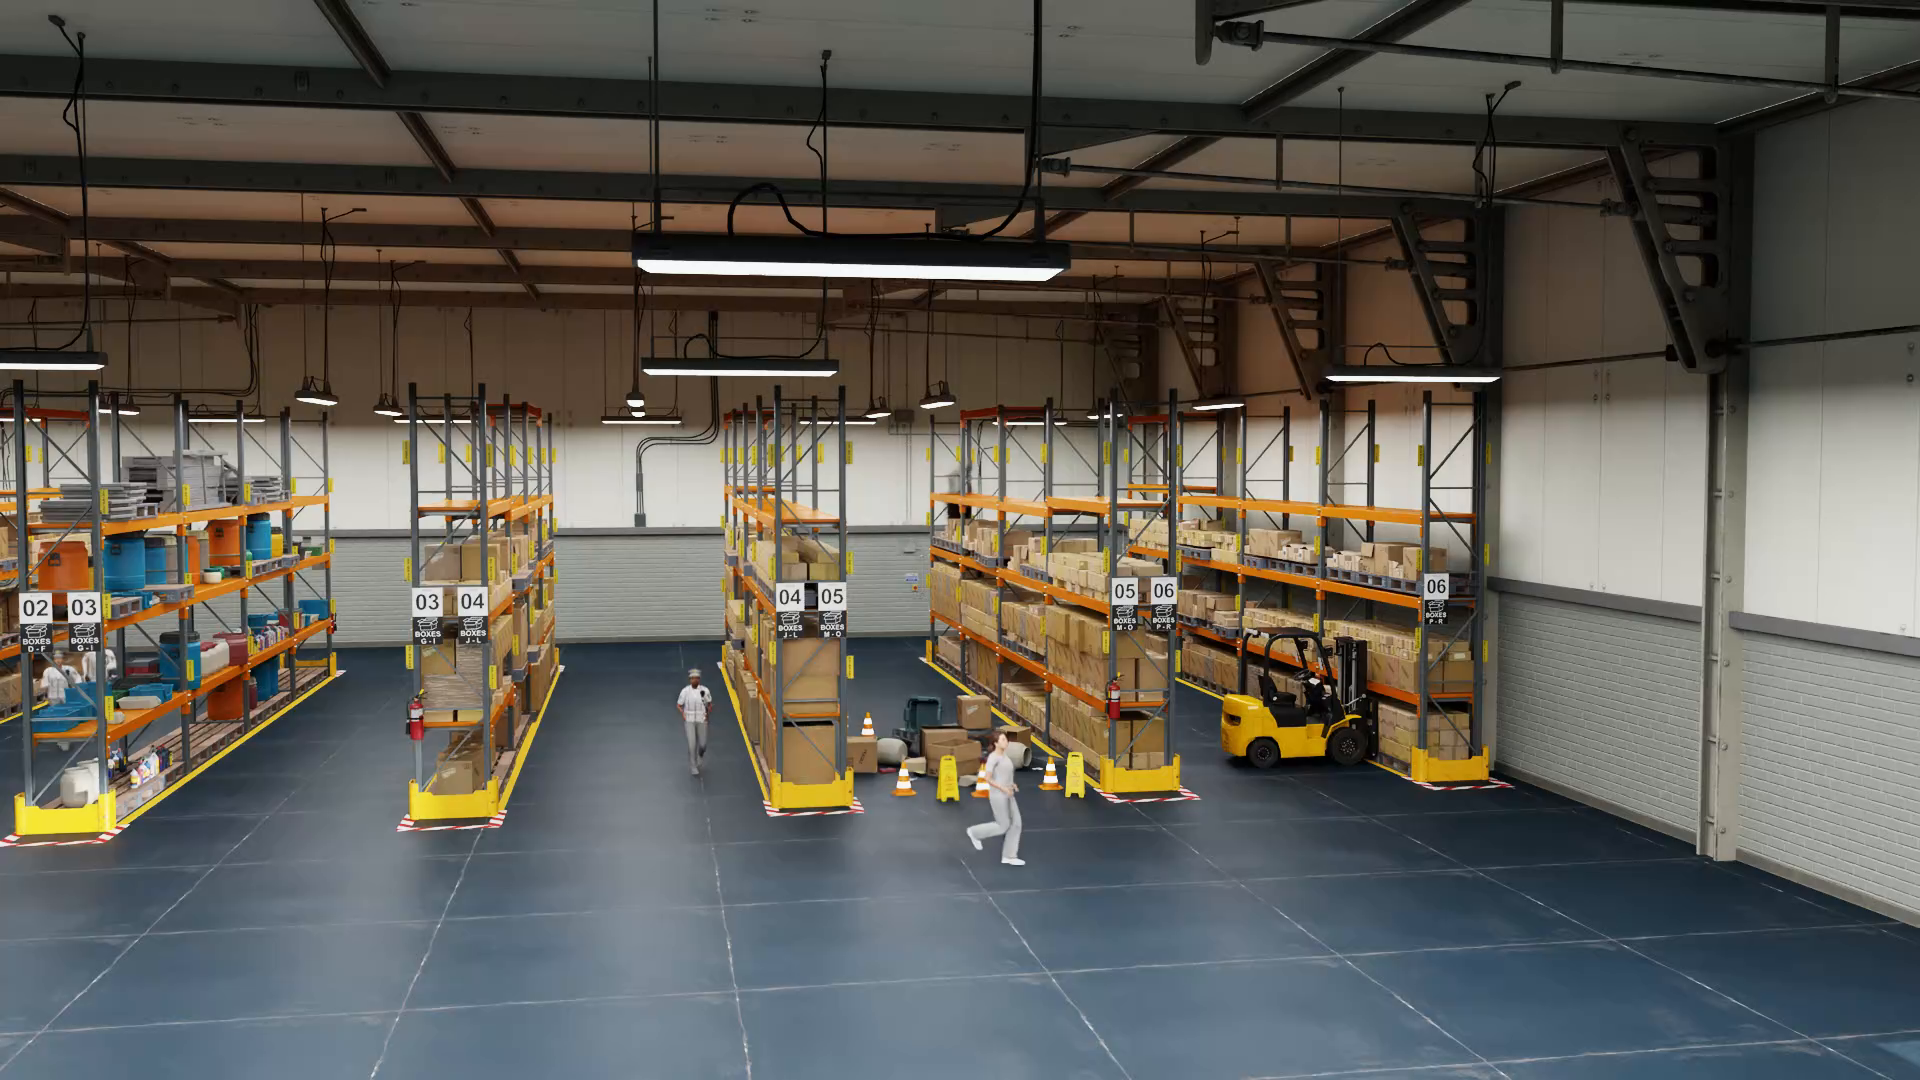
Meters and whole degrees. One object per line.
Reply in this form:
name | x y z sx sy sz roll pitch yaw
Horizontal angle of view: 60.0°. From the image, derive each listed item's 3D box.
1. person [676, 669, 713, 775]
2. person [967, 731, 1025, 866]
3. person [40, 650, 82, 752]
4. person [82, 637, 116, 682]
person | -4.175 2.847 26.193 0.573 1.650 0.571 -1 3 -12
person | 0.470 3.150 20.414 0.764 1.637 0.564 2 3 28
person | -15.290 2.728 28.259 0.592 1.736 0.683 -1 3 -18
person | -15.984 2.600 30.883 0.572 1.709 0.783 -1 3 -25
